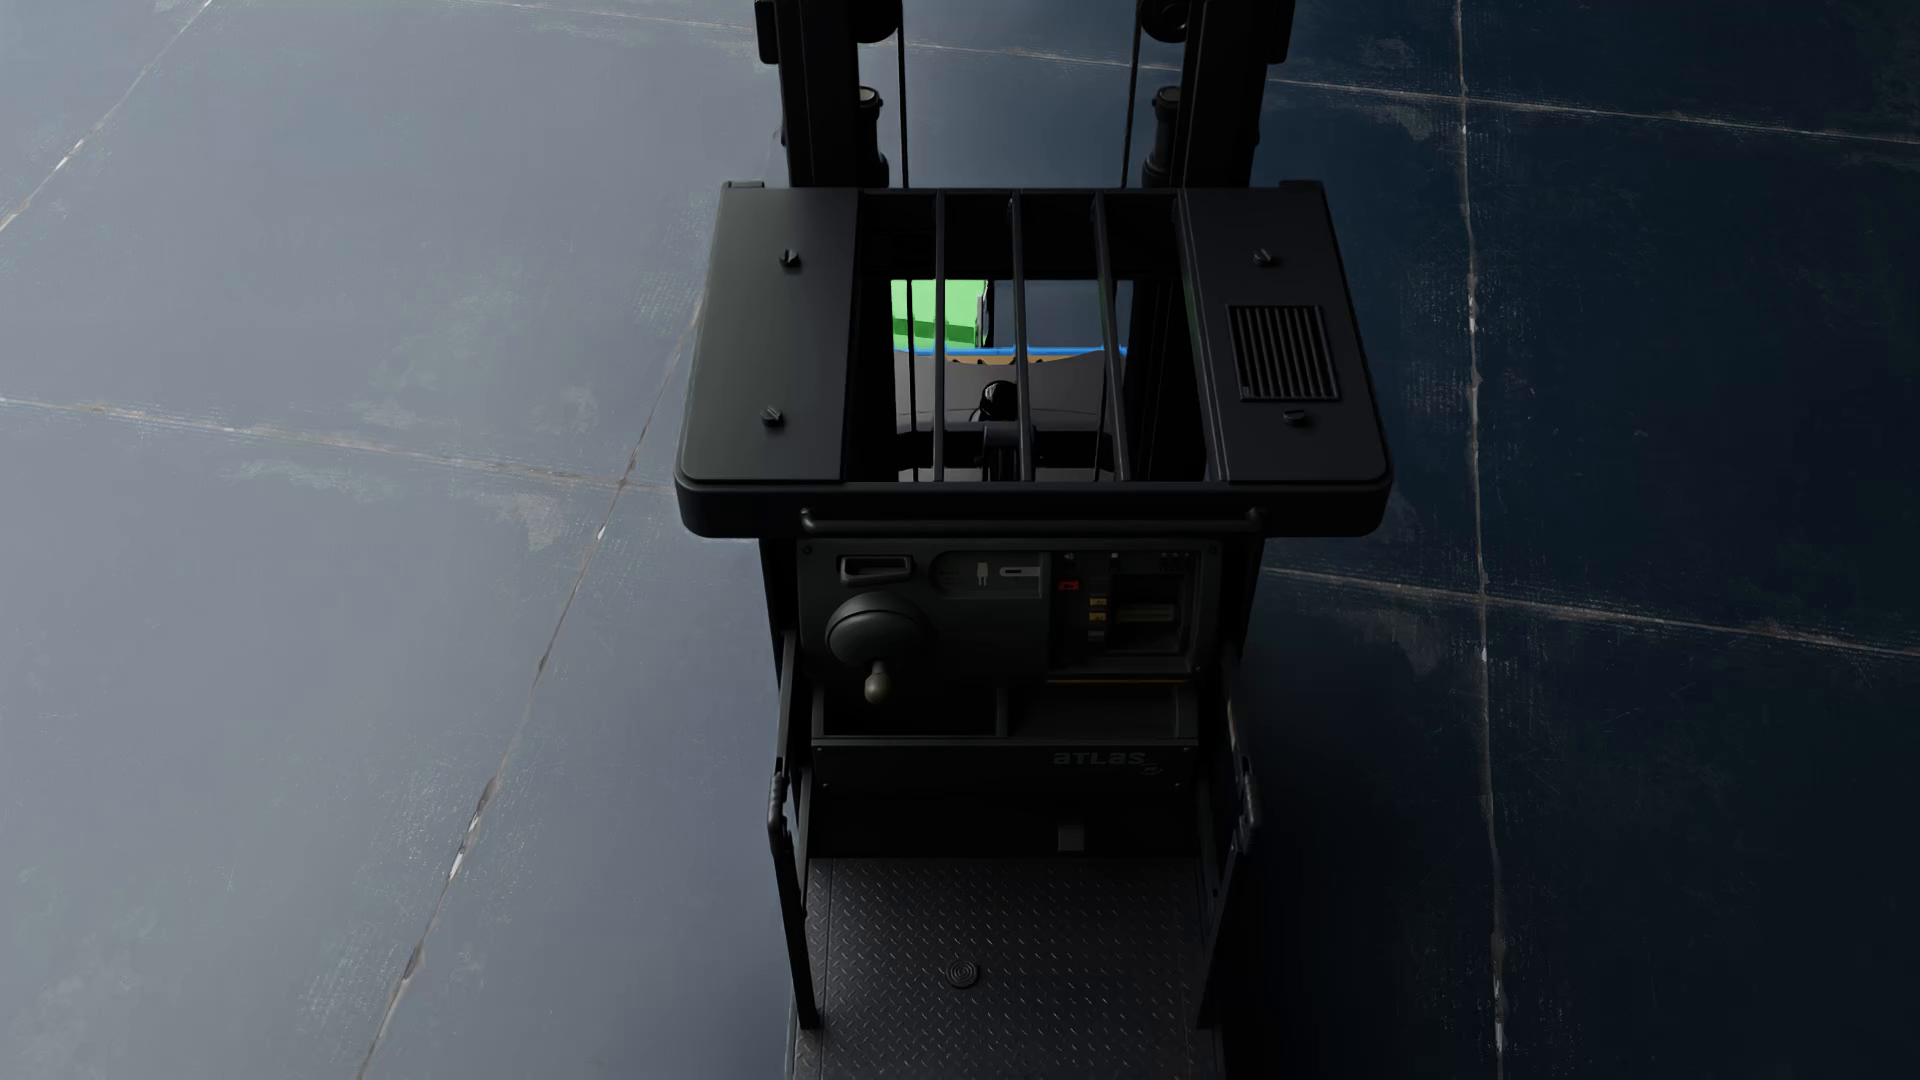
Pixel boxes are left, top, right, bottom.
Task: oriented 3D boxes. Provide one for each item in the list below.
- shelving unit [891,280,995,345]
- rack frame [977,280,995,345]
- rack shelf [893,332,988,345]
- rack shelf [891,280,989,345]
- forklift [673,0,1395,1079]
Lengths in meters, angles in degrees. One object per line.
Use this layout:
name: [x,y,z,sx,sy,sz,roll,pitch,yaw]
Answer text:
shelving unit: [-0.163,-0.423,5.323,0.503,1.200,0.258,8,49,7]
rack frame: [0.077,-0.391,5.294,0.015,1.200,0.240,8,49,7]
rack shelf: [-0.163,-0.541,5.192,0.480,0.148,0.258,8,49,7]
rack shelf: [-0.163,-0.701,5.014,0.480,0.148,0.258,8,49,7]
forklift: [0.111,0.269,3.538,1.130,2.935,3.031,0,48,0]
